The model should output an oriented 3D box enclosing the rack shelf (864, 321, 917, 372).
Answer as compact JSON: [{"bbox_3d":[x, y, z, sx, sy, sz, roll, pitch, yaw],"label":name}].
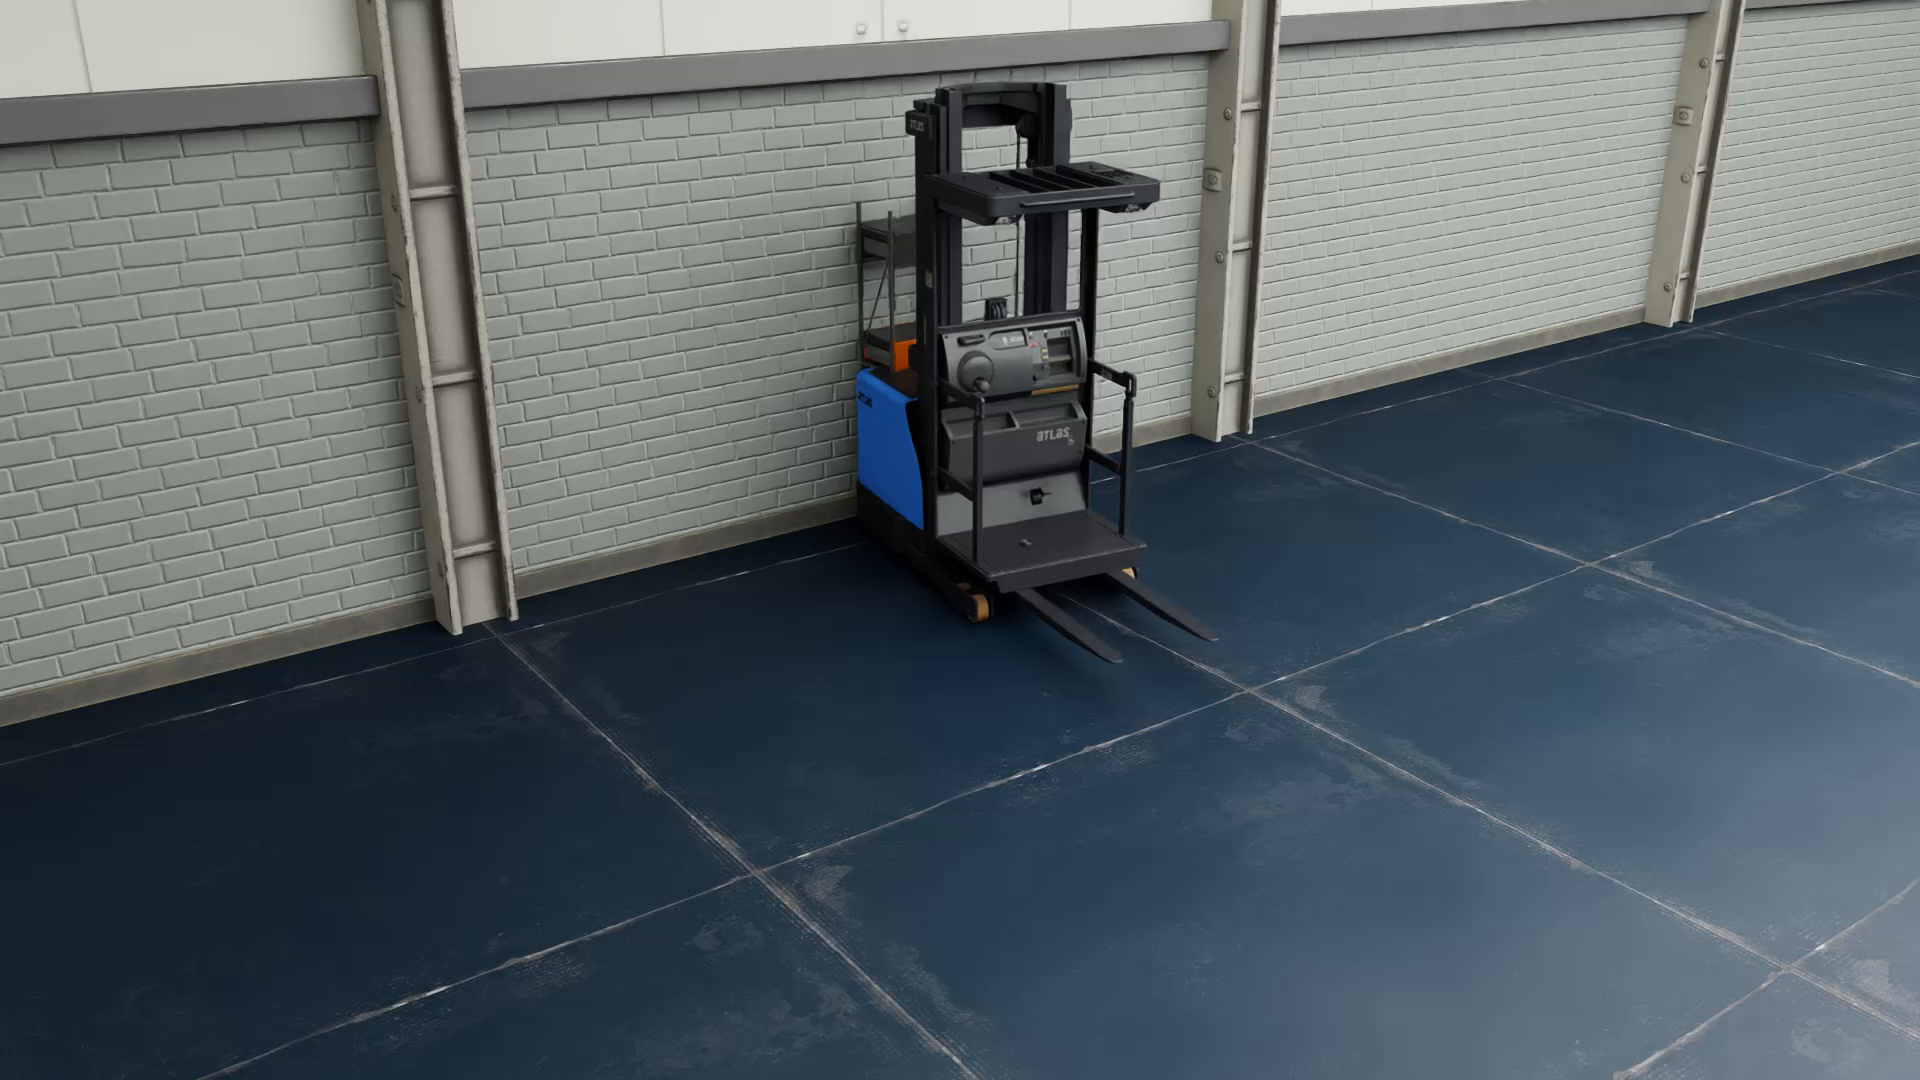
[{"bbox_3d":[-0.340,-1.153,10.929,0.480,0.518,0.431,-15,27,-33],"label":"rack shelf"}]

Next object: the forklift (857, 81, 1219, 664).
[{"bbox_3d":[0.424,-1.068,9.618,1.130,2.935,3.031,-10,24,-25],"label":"forklift"}]

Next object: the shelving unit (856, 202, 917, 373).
[{"bbox_3d":[-0.340,-1.165,10.924,0.503,2.100,0.431,-15,27,-33],"label":"shelving unit"}]

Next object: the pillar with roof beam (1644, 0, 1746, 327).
[{"bbox_3d":[9.423,-5.024,11.345,0.400,9.000,9.100,-15,26,-33],"label":"pillar with roof beam"}]

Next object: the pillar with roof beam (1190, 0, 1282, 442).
[{"bbox_3d":[4.552,-3.725,8.090,0.400,9.000,9.100,-15,26,-33],"label":"pillar with roof beam"}]

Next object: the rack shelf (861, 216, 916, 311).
[{"bbox_3d":[-0.339,-1.801,10.666,0.480,0.518,0.431,-15,27,-33],"label":"rack shelf"}]

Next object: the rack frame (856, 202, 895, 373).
[{"bbox_3d":[-0.538,-1.112,10.792,0.015,2.100,0.400,-15,27,-33],"label":"rack frame"}]

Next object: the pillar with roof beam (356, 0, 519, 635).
[{"bbox_3d":[-0.318,-2.426,4.835,0.400,9.000,9.100,-15,26,-33],"label":"pillar with roof beam"}]
